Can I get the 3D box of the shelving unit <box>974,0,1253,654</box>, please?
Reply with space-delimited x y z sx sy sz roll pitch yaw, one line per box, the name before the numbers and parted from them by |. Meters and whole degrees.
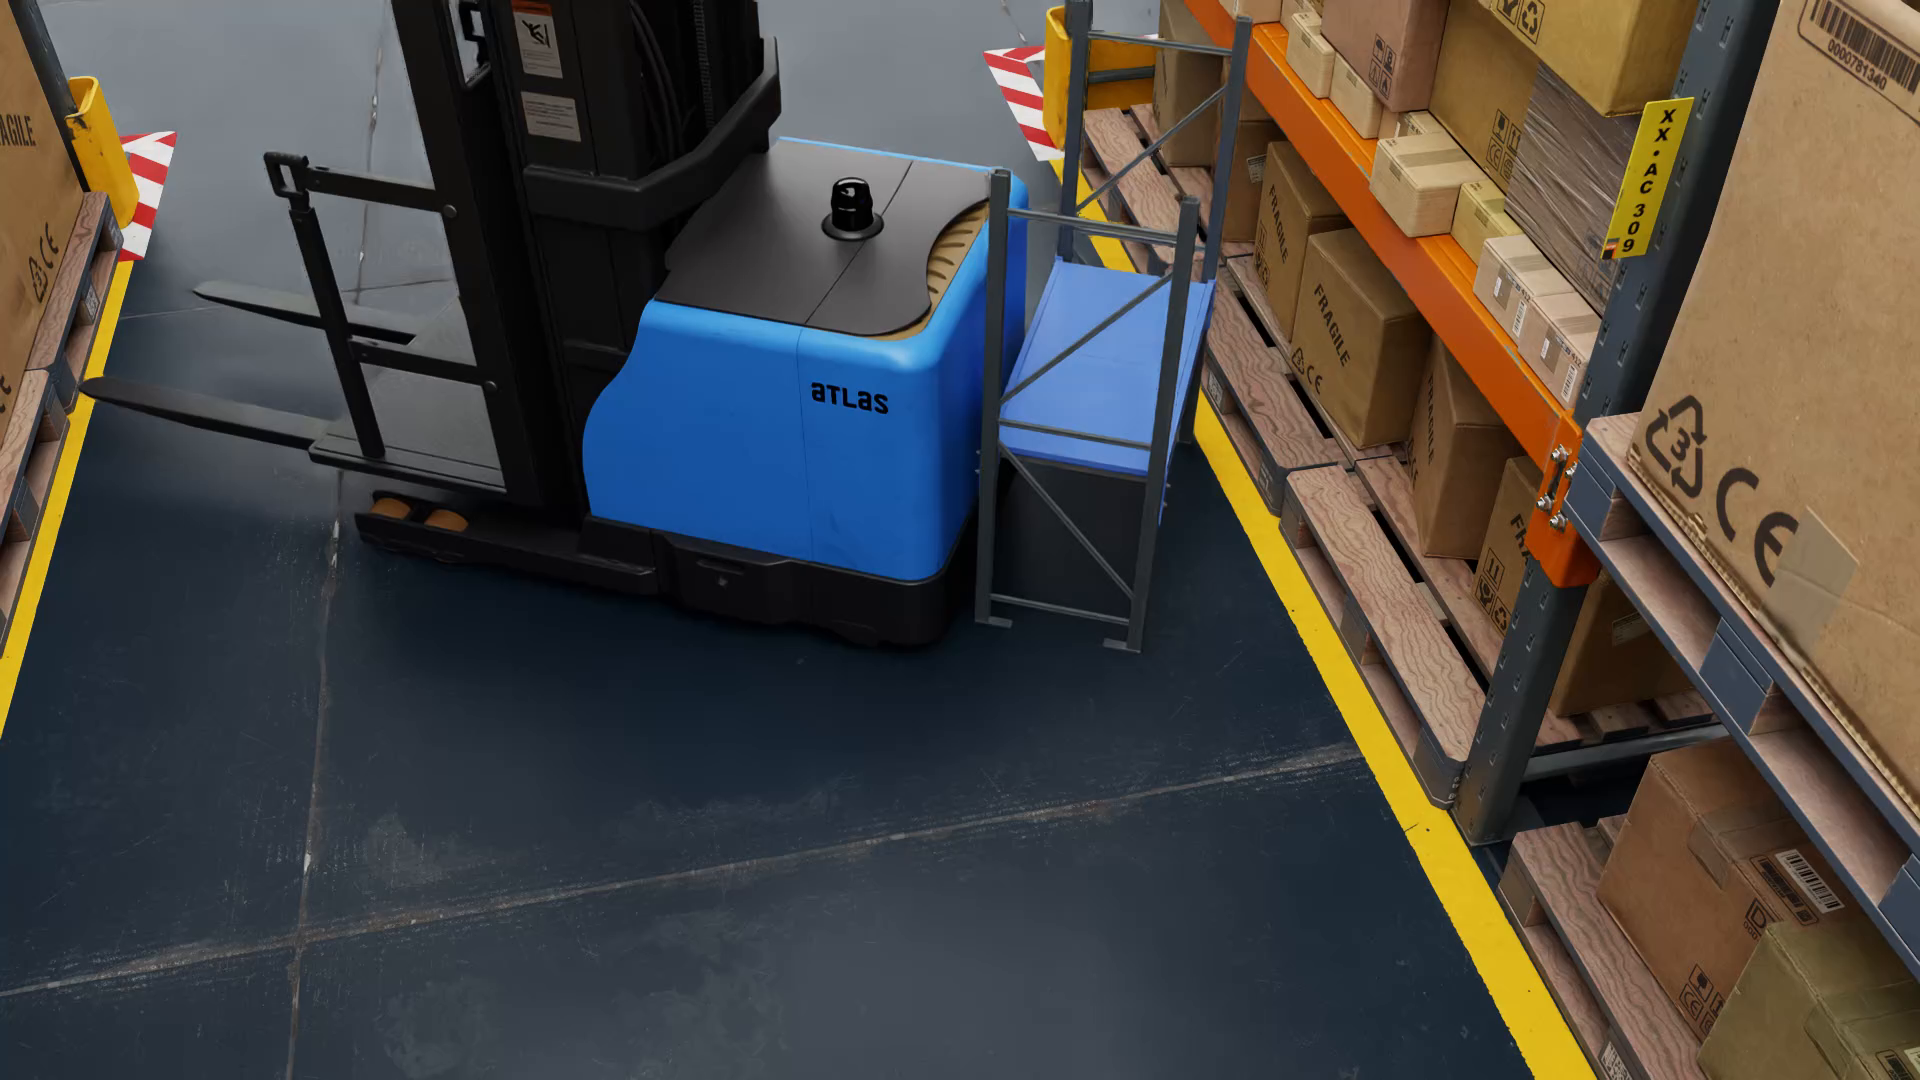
shelving unit | 0.429 -0.605 4.794 0.538 1.500 1.048 11 43 10

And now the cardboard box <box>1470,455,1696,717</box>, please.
cardboard box | 1.758 0.087 4.459 0.500 0.500 0.500 -10 42 -11

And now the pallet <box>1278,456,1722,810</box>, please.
pallet | 1.626 0.187 4.881 1.003 0.211 1.213 -8 42 -9

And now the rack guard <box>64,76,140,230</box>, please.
rack guard | -3.928 -1.454 6.512 1.175 0.500 0.348 -8 42 -9

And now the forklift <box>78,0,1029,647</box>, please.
forklift | -1.362 -1.347 4.560 3.031 2.935 1.130 11 43 13

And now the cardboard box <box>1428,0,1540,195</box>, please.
cardboard box | 1.695 -1.204 4.048 0.875 0.500 0.500 -8 42 -9

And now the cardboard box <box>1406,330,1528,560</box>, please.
cardboard box | 1.627 -0.283 4.876 0.500 0.500 0.500 4 42 4

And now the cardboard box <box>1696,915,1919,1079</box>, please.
cardboard box | 2.002 1.057 3.351 0.700 0.500 0.500 -9 42 -10

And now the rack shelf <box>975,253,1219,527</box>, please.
rack shelf | 0.426 -0.471 4.914 0.538 0.185 1.000 11 43 10

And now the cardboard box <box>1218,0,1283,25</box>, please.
cardboard box | 1.000 -1.720 5.117 0.380 0.149 0.250 -8 42 -9

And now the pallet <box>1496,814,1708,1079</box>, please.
pallet | 1.975 1.121 3.828 1.003 0.211 1.213 -8 42 -9

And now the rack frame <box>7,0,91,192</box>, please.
rack frame | -3.923 -2.374 5.664 1.000 3.000 0.127 -8 42 -9

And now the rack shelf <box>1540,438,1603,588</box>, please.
rack shelf | 2.237 1.139 2.249 1.077 0.370 4.000 -8 42 -9

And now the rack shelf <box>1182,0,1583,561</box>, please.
rack shelf | 1.374 -1.453 5.170 1.077 0.370 4.000 -8 42 -9

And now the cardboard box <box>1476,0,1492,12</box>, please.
cardboard box | 1.331 -1.525 3.656 0.500 0.500 0.500 -8 42 -9

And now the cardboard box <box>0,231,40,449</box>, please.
cardboard box | -3.520 -0.736 5.104 0.875 0.875 0.875 -9 42 -10

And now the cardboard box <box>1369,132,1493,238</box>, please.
cardboard box | 1.269 -0.909 4.204 0.380 0.149 0.250 -8 42 -9

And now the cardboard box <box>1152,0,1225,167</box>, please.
cardboard box | 1.061 -1.834 6.623 0.500 0.500 0.500 -1 42 -1

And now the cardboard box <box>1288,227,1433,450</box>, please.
cardboard box | 1.417 -0.675 5.317 0.500 0.500 0.500 -12 43 -13

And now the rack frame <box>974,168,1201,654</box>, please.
rack frame | 0.304 -0.278 4.426 0.500 1.500 0.032 11 43 10

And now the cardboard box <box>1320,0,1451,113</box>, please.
cardboard box | 1.489 -1.514 4.397 0.875 0.500 0.500 -8 42 -9

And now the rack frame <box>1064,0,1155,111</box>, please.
rack frame | 0.942 -3.019 6.391 1.000 3.000 0.127 -8 42 -9

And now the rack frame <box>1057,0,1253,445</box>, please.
rack frame | 0.555 -0.932 5.163 0.500 1.500 0.032 11 43 10

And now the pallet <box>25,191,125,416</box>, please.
pallet | -3.674 -0.824 6.019 1.003 0.211 1.213 -8 42 -9

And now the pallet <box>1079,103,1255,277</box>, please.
pallet | 1.099 -1.395 6.663 1.003 0.211 1.213 -8 42 -9

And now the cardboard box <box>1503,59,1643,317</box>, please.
cardboard box | 1.769 -0.875 3.677 0.875 0.500 0.500 -8 42 -9

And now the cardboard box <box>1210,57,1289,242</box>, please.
cardboard box | 1.223 -1.451 6.192 0.500 0.500 0.500 2 42 2

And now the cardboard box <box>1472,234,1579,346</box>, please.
cardboard box | 1.427 -0.593 3.847 0.380 0.149 0.250 -8 42 -9

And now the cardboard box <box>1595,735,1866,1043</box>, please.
cardboard box | 1.917 0.745 3.702 0.700 0.500 0.500 -11 43 -13

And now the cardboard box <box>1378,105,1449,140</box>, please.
cardboard box | 1.344 -1.090 4.408 0.380 0.149 0.250 -8 42 -9

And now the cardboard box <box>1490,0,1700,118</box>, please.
cardboard box | 1.440 -1.201 3.291 0.500 0.500 0.500 -8 42 -9

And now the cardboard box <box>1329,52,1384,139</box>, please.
cardboard box | 1.251 -1.247 4.584 0.380 0.149 0.250 -8 42 -9

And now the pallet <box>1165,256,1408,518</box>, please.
pallet | 1.359 -0.606 5.773 1.003 0.211 1.213 -8 42 -9

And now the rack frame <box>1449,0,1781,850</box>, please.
rack frame | 1.806 -0.426 3.470 1.000 3.000 0.127 -8 42 -9

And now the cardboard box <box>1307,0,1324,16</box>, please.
cardboard box | 1.421 -1.844 4.768 0.875 0.500 0.500 -8 42 -9

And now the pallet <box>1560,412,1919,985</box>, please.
pallet | 1.829 0.162 2.952 1.003 0.211 1.213 -8 42 -9

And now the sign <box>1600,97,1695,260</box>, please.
sign | 1.277 -0.667 3.090 0.100 0.325 0.005 -8 42 -9

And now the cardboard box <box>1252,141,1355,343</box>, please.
cardboard box | 1.340 -1.043 5.732 0.500 0.500 0.500 -5 42 -5

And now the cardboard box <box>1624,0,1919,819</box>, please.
cardboard box | 1.840 -0.272 2.529 1.000 1.000 1.000 -8 42 -9

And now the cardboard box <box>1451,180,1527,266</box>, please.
cardboard box | 1.432 -0.763 4.040 0.380 0.149 0.250 -8 42 -9

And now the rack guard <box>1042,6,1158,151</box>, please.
rack guard | 0.959 -2.035 7.166 1.175 0.500 0.348 -8 42 -9

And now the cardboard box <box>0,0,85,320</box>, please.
cardboard box | -3.712 -1.306 5.746 0.875 0.875 0.875 -8 42 -9

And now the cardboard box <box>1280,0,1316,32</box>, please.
cardboard box | 1.184 -1.577 4.956 0.380 0.149 0.250 -8 42 -9

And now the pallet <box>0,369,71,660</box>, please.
pallet | -3.414 -0.034 5.130 1.003 0.211 1.213 -8 42 -9

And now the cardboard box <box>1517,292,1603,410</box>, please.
cardboard box | 1.472 -0.429 3.663 0.380 0.149 0.250 -8 42 -9

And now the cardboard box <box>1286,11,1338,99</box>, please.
cardboard box | 1.163 -1.404 4.761 0.380 0.149 0.250 -8 42 -9
